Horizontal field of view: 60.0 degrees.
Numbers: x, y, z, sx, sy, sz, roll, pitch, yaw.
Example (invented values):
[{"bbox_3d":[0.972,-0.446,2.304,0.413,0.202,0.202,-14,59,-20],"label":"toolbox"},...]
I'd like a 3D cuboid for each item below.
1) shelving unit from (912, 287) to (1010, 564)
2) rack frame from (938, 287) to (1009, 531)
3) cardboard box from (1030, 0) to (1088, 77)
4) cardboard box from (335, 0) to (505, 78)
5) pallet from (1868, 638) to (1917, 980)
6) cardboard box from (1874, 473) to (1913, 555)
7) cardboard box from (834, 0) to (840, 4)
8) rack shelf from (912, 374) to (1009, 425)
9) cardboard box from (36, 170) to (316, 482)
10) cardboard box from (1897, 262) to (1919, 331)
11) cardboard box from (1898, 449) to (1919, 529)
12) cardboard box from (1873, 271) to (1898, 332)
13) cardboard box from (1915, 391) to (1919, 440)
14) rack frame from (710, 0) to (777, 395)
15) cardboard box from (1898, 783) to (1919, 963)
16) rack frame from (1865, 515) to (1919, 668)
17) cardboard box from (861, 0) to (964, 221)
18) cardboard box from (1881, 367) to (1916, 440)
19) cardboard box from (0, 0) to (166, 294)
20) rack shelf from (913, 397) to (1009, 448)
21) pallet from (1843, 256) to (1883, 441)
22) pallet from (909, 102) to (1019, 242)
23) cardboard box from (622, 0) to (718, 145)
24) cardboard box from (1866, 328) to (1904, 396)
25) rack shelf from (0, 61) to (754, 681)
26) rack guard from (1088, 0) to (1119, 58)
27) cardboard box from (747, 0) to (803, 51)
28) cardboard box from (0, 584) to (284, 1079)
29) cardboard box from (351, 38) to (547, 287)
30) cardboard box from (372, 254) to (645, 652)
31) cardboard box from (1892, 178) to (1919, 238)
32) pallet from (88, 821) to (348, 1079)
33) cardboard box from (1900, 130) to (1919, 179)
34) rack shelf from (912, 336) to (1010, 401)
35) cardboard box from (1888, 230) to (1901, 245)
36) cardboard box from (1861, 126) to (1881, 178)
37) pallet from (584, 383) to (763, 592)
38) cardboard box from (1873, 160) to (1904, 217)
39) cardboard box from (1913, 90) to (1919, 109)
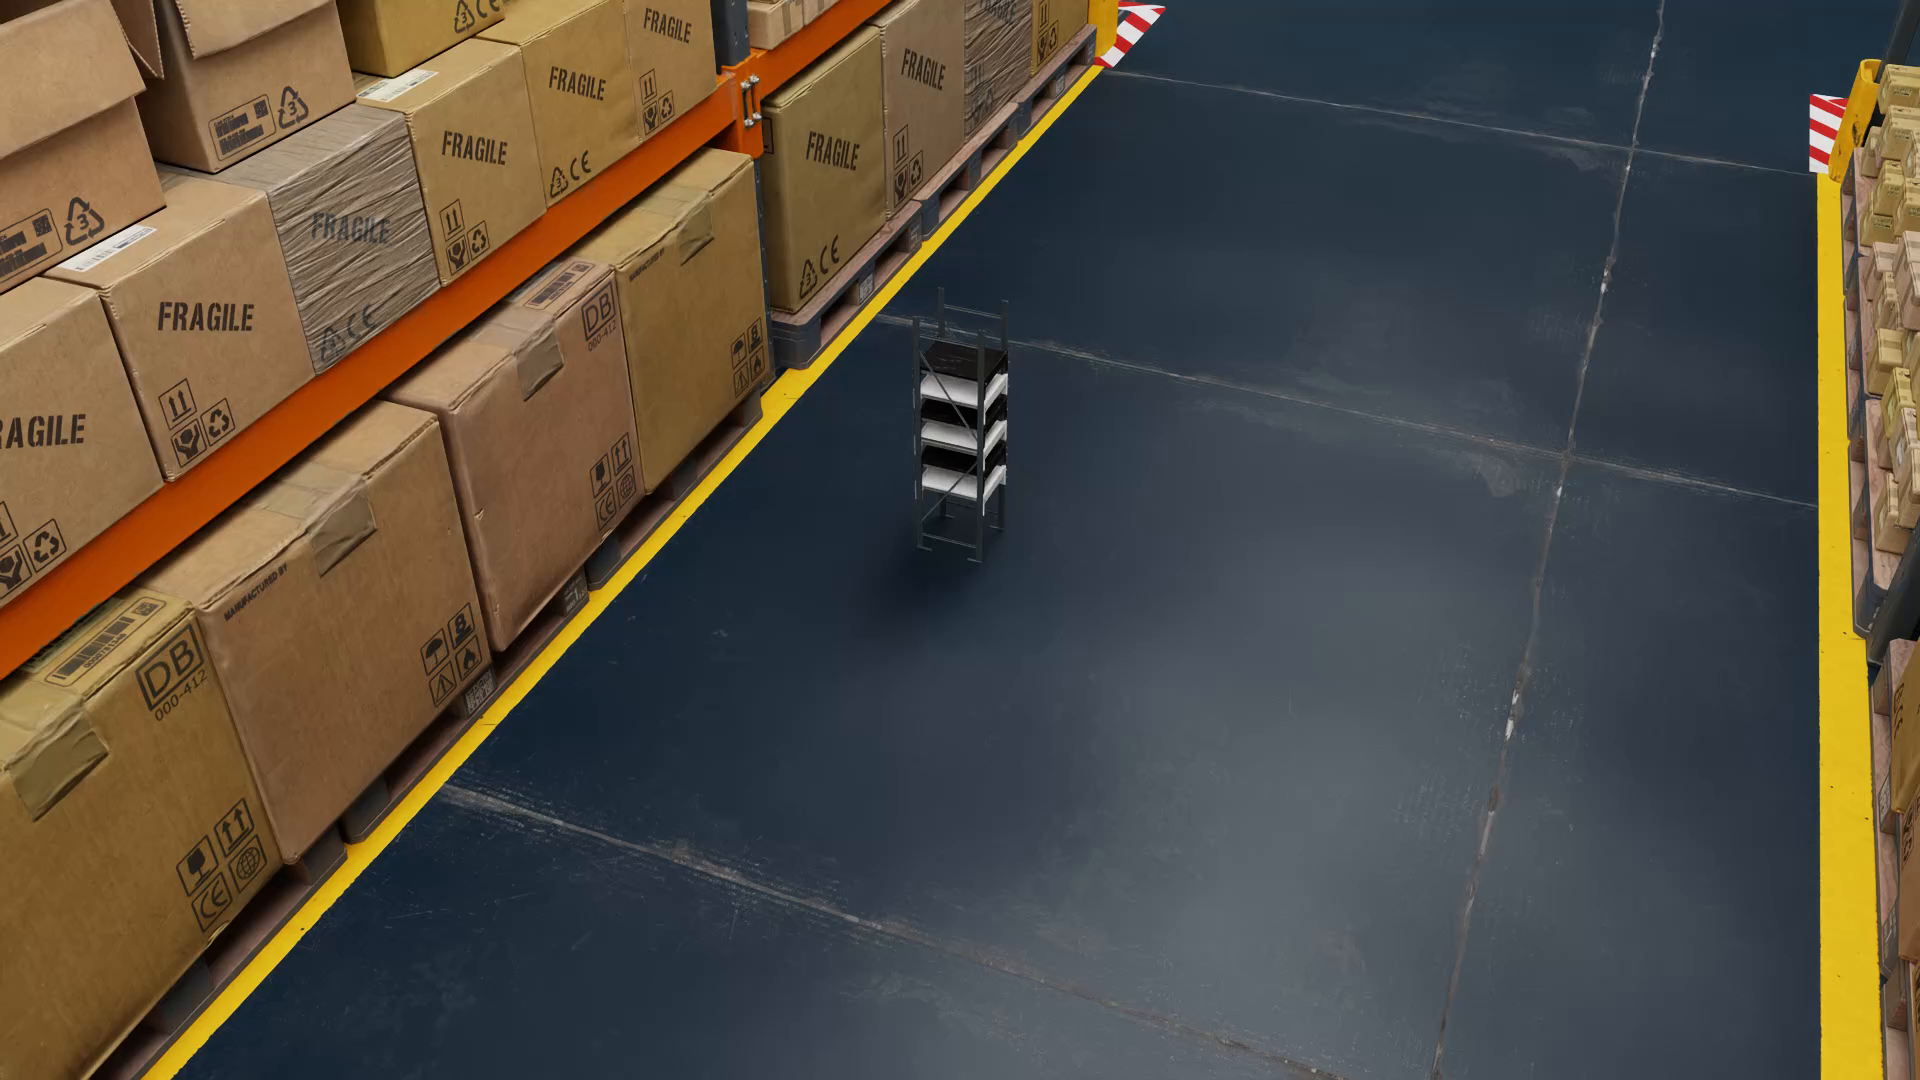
[{"bbox_3d":[0.003,-0.365,5.487,0.258,0.900,0.210,14,39,18],"label":"shelving unit"},{"bbox_3d":[0.042,-0.421,5.562,0.240,0.900,0.006,14,39,18],"label":"rack frame"},{"bbox_3d":[0.138,-3.075,8.783,0.875,0.875,0.875,14,39,18],"label":"cardboard box"},{"bbox_3d":[-1.721,-1.625,4.497,0.797,0.503,0.637,14,39,18],"label":"cardboard box"},{"bbox_3d":[3.040,0.818,4.479,1.003,0.211,1.213,14,39,18],"label":"pallet"},{"bbox_3d":[3.169,-0.051,5.344,0.380,0.149,0.250,14,39,18],"label":"cardboard box"},{"bbox_3d":[-0.594,-2.195,6.391,0.380,0.149,0.250,15,39,19],"label":"cardboard box"},{"bbox_3d":[0.003,-0.482,5.399,0.258,0.077,0.200,14,39,18],"label":"rack shelf"},{"bbox_3d":[-1.914,-0.519,3.855,0.500,0.500,0.500,13,39,17],"label":"cardboard box"},{"bbox_3d":[3.566,-0.838,5.899,0.380,0.149,0.250,12,38,16],"label":"cardboard box"},{"bbox_3d":[3.160,-0.122,5.190,0.380,0.149,0.250,15,39,19],"label":"cardboard box"},{"bbox_3d":[3.785,-0.894,6.472,0.380,0.149,0.250,14,39,18],"label":"cardboard box"},{"bbox_3d":[3.290,-0.402,5.315,0.380,0.149,0.250,14,39,18],"label":"cardboard box"},{"bbox_3d":[-1.214,-1.916,5.808,1.000,3.000,0.127,14,39,18],"label":"rack frame"},{"bbox_3d":[2.608,0.745,3.985,0.500,0.500,0.500,16,40,20],"label":"cardboard box"},{"bbox_3d":[3.334,-0.730,4.221,1.000,3.000,0.127,14,39,18],"label":"rack frame"},{"bbox_3d":[-0.546,-2.079,7.449,0.875,0.875,0.875,14,39,18],"label":"cardboard box"},{"bbox_3d":[3.337,-0.428,5.599,0.380,0.149,0.250,13,39,16],"label":"cardboard box"},{"bbox_3d":[-2.192,-0.905,3.533,0.797,0.503,0.637,15,39,19],"label":"cardboard box"},{"bbox_3d":[0.003,-0.410,5.453,0.258,0.077,0.200,14,39,18],"label":"rack shelf"},{"bbox_3d":[4.020,-0.671,6.471,1.003,0.211,1.213,14,39,18],"label":"pallet"},{"bbox_3d":[-0.390,-1.880,8.089,1.003,0.211,1.213,14,39,18],"label":"pallet"},{"bbox_3d":[-1.139,-1.635,5.348,0.500,0.500,0.500,14,39,18],"label":"cardboard box"},{"bbox_3d":[3.562,-0.624,6.110,0.380,0.149,0.250,14,39,18],"label":"cardboard box"},{"bbox_3d":[-1.975,-0.521,4.542,1.077,0.370,4.000,14,39,18],"label":"rack shelf"},{"bbox_3d":[0.317,-3.143,9.537,1.175,0.500,0.348,14,39,18],"label":"rack guard"},{"bbox_3d":[-0.794,-1.903,6.001,0.380,0.149,0.250,14,39,18],"label":"cardboard box"},{"bbox_3d":[-2.454,0.604,3.860,1.225,0.875,0.875,12,38,16],"label":"cardboard box"},{"bbox_3d":[-1.526,-1.072,4.595,0.500,0.500,0.500,13,39,17],"label":"cardboard box"},{"bbox_3d":[-1.778,-0.379,5.176,1.225,0.875,0.875,13,39,16],"label":"cardboard box"},{"bbox_3d":[3.860,-1.264,6.469,0.380,0.149,0.250,14,39,18],"label":"cardboard box"},{"bbox_3d":[-2.366,0.996,4.241,1.003,0.211,1.213,14,39,18],"label":"pallet"},{"bbox_3d":[4.117,-1.550,6.852,0.380,0.149,0.250,12,38,16],"label":"cardboard box"},{"bbox_3d":[0.003,-0.555,5.345,0.258,0.077,0.200,14,39,18],"label":"rack shelf"},{"bbox_3d":[4.041,-1.172,6.843,0.380,0.149,0.250,14,39,18],"label":"cardboard box"},{"bbox_3d":[4.361,-1.754,7.622,0.380,0.149,0.250,15,39,19],"label":"cardboard box"},{"bbox_3d":[-1.438,-0.355,6.048,1.003,0.211,1.213,14,39,18],"label":"pallet"},{"bbox_3d":[4.054,-1.447,6.962,0.380,0.149,0.250,15,39,19],"label":"cardboard box"},{"bbox_3d":[4.349,-1.817,7.209,0.380,0.149,0.250,15,39,19],"label":"cardboard box"}]
